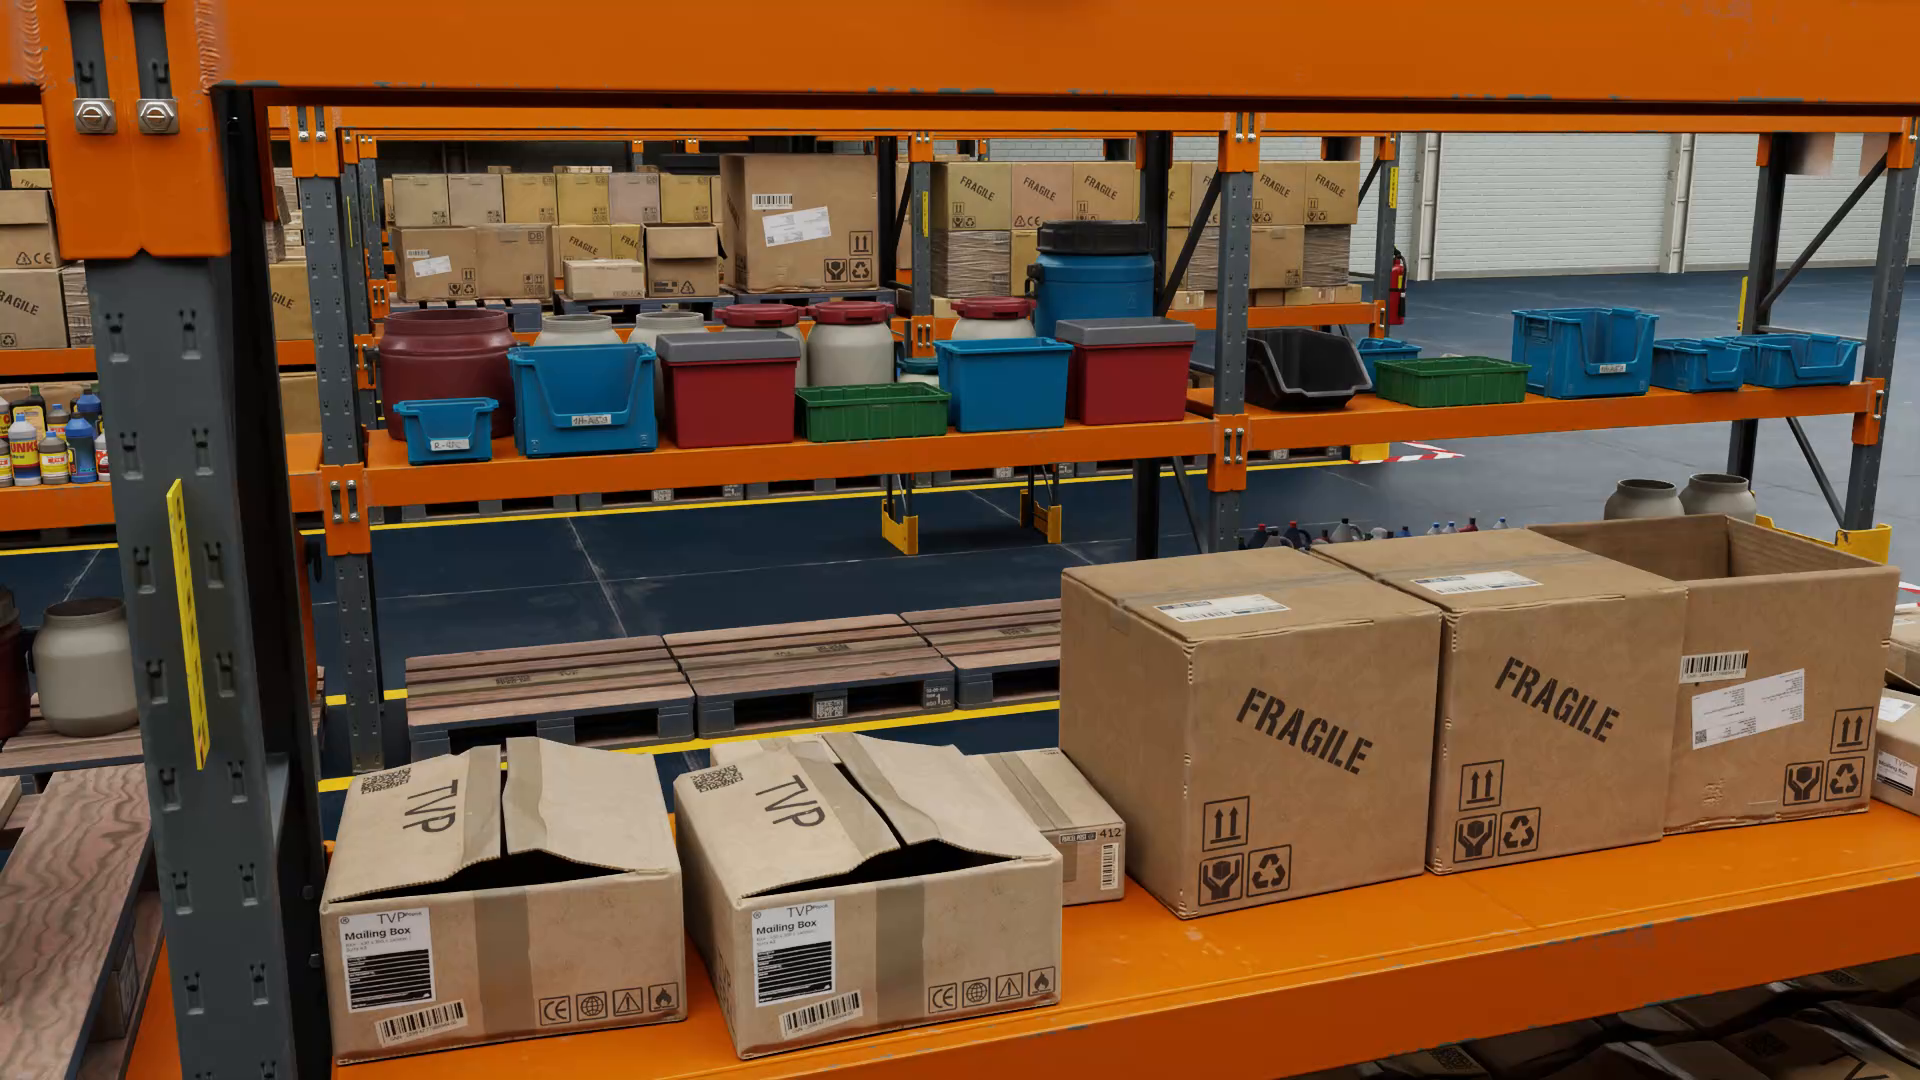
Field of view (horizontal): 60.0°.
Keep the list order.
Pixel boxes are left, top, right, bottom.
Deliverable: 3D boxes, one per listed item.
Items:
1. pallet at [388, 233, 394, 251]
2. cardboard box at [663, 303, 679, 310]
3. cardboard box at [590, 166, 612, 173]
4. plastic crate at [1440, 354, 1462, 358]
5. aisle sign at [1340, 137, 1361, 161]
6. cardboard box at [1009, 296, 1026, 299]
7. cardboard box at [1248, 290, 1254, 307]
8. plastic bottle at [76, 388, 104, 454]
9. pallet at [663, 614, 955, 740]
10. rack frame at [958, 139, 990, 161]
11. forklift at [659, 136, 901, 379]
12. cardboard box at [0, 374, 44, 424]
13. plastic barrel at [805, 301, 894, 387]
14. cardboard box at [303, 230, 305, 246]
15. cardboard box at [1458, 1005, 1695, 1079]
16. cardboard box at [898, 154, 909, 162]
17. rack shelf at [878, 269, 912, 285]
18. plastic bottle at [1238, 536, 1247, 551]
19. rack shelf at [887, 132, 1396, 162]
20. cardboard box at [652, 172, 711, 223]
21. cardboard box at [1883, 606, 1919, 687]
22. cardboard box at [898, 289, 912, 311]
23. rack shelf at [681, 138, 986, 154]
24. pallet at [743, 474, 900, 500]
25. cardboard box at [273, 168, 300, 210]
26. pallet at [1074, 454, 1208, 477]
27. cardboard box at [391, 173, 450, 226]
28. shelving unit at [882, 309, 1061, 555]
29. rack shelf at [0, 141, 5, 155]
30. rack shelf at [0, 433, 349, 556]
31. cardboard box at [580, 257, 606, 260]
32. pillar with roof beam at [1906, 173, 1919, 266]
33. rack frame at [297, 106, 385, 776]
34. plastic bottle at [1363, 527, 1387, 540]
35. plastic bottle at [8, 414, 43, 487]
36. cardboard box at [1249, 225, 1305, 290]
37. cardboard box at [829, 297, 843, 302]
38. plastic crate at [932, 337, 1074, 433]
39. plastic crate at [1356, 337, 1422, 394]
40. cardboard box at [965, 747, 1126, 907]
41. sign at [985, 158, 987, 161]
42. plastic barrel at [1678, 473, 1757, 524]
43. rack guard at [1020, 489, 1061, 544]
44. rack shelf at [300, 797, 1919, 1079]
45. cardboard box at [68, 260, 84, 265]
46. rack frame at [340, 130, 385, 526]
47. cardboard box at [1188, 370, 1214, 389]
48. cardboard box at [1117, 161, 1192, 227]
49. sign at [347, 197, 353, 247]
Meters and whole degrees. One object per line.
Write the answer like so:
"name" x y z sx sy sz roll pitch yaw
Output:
"pallet" -6.747 -3.825 21.157 1.003 0.211 1.213 -4 14 -18
"cardboard box" -4.093 -3.024 22.147 0.625 0.372 0.950 -4 14 -17
"cardboard box" -4.612 -4.714 21.309 0.250 0.149 0.380 -5 14 -20
"plastic crate" 2.601 -0.925 9.120 0.437 0.136 0.530 -4 14 -18
"aisle sign" 3.318 -3.595 14.155 0.004 0.787 0.394 -4 14 -18
"cardboard box" 0.332 -1.832 12.906 0.250 0.149 0.380 -4 14 -18
"cardboard box" 2.201 -1.998 13.605 0.250 0.149 0.380 -4 14 -18
"plastic bottle" -3.699 -0.509 7.079 0.097 0.271 0.097 0 13 0
"pallet" -0.747 0.636 8.013 1.213 0.211 1.003 -4 14 -18
"rack frame" 0.194 -4.433 23.297 0.127 3.000 1.000 -4 14 -18
"forklift" -2.083 -2.464 15.168 3.031 2.935 1.130 3 14 12
"cardboard box" -6.572 -0.662 11.129 0.875 0.875 1.225 -5 14 -20
"plastic barrel" -0.529 -0.867 8.014 0.433 0.535 0.433 0 13 0
"cardboard box" -6.037 -2.855 15.655 0.250 0.149 0.380 -4 14 -17
"cardboard box" 1.282 1.119 3.777 0.500 0.311 0.500 -5 14 -20
"cardboard box" -0.703 -4.991 22.626 0.500 0.500 0.700 -4 14 -18
"rack shelf" -0.027 -2.857 18.227 4.000 0.370 1.077 -4 14 -18
"plastic bottle" 1.494 0.122 9.069 0.133 0.283 0.061 -4 14 -15
"rack shelf" 1.459 -3.221 13.275 4.000 0.370 1.077 -4 14 -18
"cardboard box" -2.878 -3.518 17.075 0.500 0.500 0.700 -5 14 -19
"cardboard box" 2.267 0.328 3.608 0.500 0.250 0.500 -4 14 -15
"cardboard box" -0.327 -1.922 13.286 0.250 0.149 0.380 -4 14 -18
"rack shelf" -1.702 -5.395 22.413 4.000 0.370 1.077 -4 14 -18
"pallet" -1.174 -0.550 12.998 1.213 0.211 1.003 -4 14 -18
"cardboard box" -8.279 -4.242 20.119 0.500 0.500 0.500 -4 14 -17
"pallet" 1.347 -0.756 13.865 1.213 0.211 1.003 -4 14 -18
"cardboard box" -5.285 -3.330 16.285 0.500 0.500 0.700 -5 14 -18
"shelving unit" 0.072 -0.735 10.993 1.083 1.500 0.587 -4 14 -18
"rack shelf" -13.075 -4.509 18.690 4.000 0.370 1.077 -4 14 -18
"rack shelf" -4.544 -0.085 6.573 4.000 0.370 1.077 -4 14 -18
"cardboard box" -2.733 -1.990 12.411 0.258 0.266 0.396 -5 14 -20
"pillar with roof beam" 21.780 -9.413 31.271 0.400 9.000 9.100 -4 14 -18
"rack frame" -2.648 -0.583 7.111 0.127 3.000 1.000 -4 14 -18
"plastic bottle" 2.305 0.073 9.288 0.135 0.276 0.152 -4 14 -17
"plastic bottle" -3.598 -0.346 6.395 0.097 0.271 0.097 0 13 0
"cardboard box" 2.389 -2.355 13.703 0.500 0.500 0.875 -4 14 -18
"cardboard box" -1.304 -2.261 17.851 0.875 0.875 0.875 -4 14 -17
"plastic crate" 0.197 -0.721 7.725 0.575 0.384 0.392 -4 14 -18
"plastic crate" 2.105 -0.947 8.963 0.616 0.251 0.499 -4 14 -18
"cardboard box" 0.119 0.520 3.019 0.250 0.149 0.380 -3 14 -14
"sign" 0.352 -5.027 22.609 0.005 0.325 0.100 -4 14 -18
"plastic barrel" 4.335 -0.102 9.558 0.421 0.512 0.421 0 13 0
"rack guard" 0.544 -0.164 11.292 0.087 0.250 0.587 -4 14 -18
"rack shelf" 0.824 0.706 3.246 4.000 0.370 1.077 -4 14 -18
"cardboard box" -6.222 -1.628 11.288 0.500 0.500 0.500 -4 14 -18
"rack frame" -4.228 -1.669 11.678 0.127 3.000 1.000 -4 14 -18
"cardboard box" 2.202 -1.154 14.005 0.500 0.500 0.500 -1 13 -3
"cardboard box" 1.489 -2.735 13.139 0.500 0.500 0.500 -4 14 -18
"sign" -4.047 -2.111 11.033 0.005 0.325 0.100 -4 14 -18
